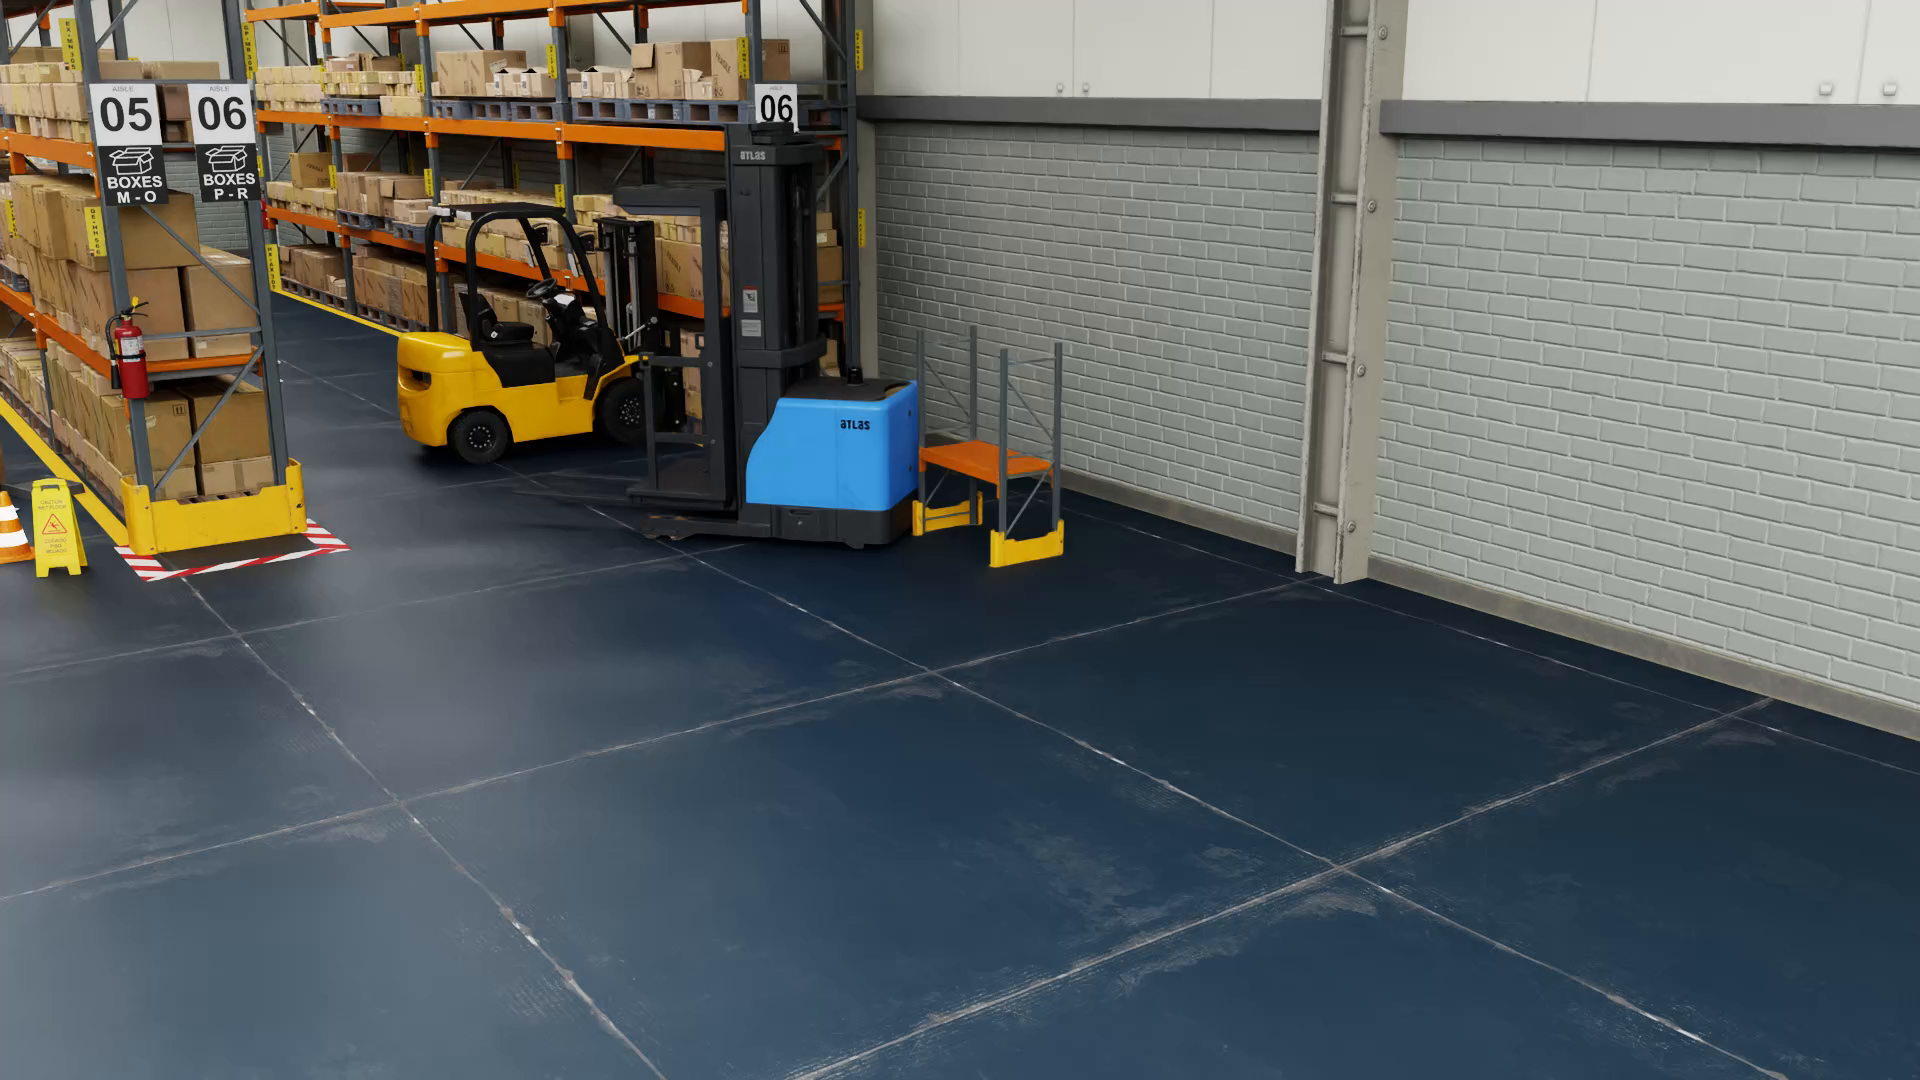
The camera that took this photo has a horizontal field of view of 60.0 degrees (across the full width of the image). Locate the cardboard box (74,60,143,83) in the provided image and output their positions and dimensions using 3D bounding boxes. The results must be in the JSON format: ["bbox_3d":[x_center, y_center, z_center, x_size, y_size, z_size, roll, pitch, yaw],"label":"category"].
[{"bbox_3d":[-5.781,-3.177,11.286,0.380,0.149,0.250,-11,19,-34],"label":"cardboard box"}]

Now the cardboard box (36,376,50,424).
[{"bbox_3d":[-8.005,-1.341,15.478,0.950,0.372,0.625,-11,19,-34],"label":"cardboard box"}]

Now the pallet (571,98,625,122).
[{"bbox_3d":[-3.159,-4.292,16.561,1.003,0.211,1.213,-11,19,-35],"label":"pallet"}]

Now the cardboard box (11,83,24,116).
[{"bbox_3d":[-7.347,-3.568,13.467,0.500,0.250,0.500,-11,19,-35],"label":"cardboard box"}]

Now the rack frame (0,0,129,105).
[{"bbox_3d":[-7.695,-5.188,13.986,1.000,3.000,0.127,-11,19,-35],"label":"rack frame"}]

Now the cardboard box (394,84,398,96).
[{"bbox_3d":[-6.995,-5.751,21.253,0.380,0.149,0.250,-11,19,-34],"label":"cardboard box"}]

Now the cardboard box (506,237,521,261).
[{"bbox_3d":[-4.757,-3.278,18.655,0.500,0.250,0.500,-11,19,-34],"label":"cardboard box"}]

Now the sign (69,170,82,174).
[{"bbox_3d":[-16.022,-6.428,30.058,0.329,0.494,0.001,-11,19,-35],"label":"sign"}]

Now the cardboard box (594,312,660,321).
[{"bbox_3d":[-3.359,-2.162,16.812,0.500,0.250,0.500,-11,19,-34],"label":"cardboard box"}]

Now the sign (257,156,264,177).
[{"bbox_3d":[-11.176,-5.962,26.536,0.100,0.325,0.005,-11,19,-35],"label":"sign"}]

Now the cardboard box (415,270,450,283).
[{"bbox_3d":[-6.834,-3.413,21.573,0.380,0.149,0.250,-12,19,-36],"label":"cardboard box"}]

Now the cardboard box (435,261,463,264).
[{"bbox_3d":[-7.016,-3.722,22.703,0.380,0.149,0.250,-12,19,-37],"label":"cardboard box"}]

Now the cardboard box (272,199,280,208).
[{"bbox_3d":[-10.766,-5.394,26.579,0.380,0.149,0.250,-11,19,-35],"label":"cardboard box"}]

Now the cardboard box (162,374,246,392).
[{"bbox_3d":[-5.919,-1.010,13.076,0.500,0.500,0.500,-12,19,-37],"label":"cardboard box"}]

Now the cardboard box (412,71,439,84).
[{"bbox_3d":[-6.475,-5.658,20.349,0.380,0.149,0.250,-10,18,-33],"label":"cardboard box"}]

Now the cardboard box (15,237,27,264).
[{"bbox_3d":[-8.152,-2.752,14.901,0.500,0.500,0.500,-11,19,-36],"label":"cardboard box"}]

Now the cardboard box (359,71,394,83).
[{"bbox_3d":[-7.612,-6.043,21.717,0.380,0.149,0.250,-11,19,-34],"label":"cardboard box"}]

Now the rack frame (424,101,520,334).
[{"bbox_3d":[-6.034,-3.920,20.717,1.000,3.000,0.127,-11,19,-35],"label":"rack frame"}]

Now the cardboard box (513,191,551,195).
[{"bbox_3d":[-5.131,-4.098,19.950,0.380,0.149,0.250,-11,19,-36],"label":"cardboard box"}]

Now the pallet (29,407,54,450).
[{"bbox_3d":[-8.154,-1.116,15.753,1.003,0.211,1.213,-11,19,-35],"label":"pallet"}]

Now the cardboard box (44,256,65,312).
[{"bbox_3d":[-7.063,-2.136,13.447,0.500,0.500,0.500,-11,19,-35],"label":"cardboard box"}]

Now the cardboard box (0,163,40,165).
[{"bbox_3d":[-11.024,-4.148,19.467,0.500,0.500,0.500,-11,18,-34],"label":"cardboard box"}]

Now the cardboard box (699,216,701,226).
[{"bbox_3d":[-2.143,-2.924,15.097,0.380,0.149,0.250,-11,19,-34],"label":"cardboard box"}]

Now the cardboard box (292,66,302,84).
[{"bbox_3d":[-9.474,-6.820,24.405,0.500,0.250,0.500,-10,18,-34],"label":"cardboard box"}]

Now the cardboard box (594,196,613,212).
[{"bbox_3d":[-3.493,-3.417,16.898,0.380,0.149,0.250,-11,19,-34],"label":"cardboard box"}]

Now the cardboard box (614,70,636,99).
[{"bbox_3d":[-3.055,-4.335,15.819,0.396,0.266,0.258,-11,19,-36],"label":"cardboard box"}]

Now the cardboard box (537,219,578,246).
[{"bbox_3d":[-4.177,-3.300,17.788,0.500,0.250,0.500,-11,19,-36],"label":"cardboard box"}]

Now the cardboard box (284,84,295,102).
[{"bbox_3d":[-9.768,-6.686,24.860,0.500,0.250,0.500,-11,19,-35],"label":"cardboard box"}]

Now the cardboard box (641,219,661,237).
[{"bbox_3d":[-2.814,-2.985,15.882,0.380,0.149,0.250,-11,19,-36],"label":"cardboard box"}]

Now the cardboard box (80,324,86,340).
[{"bbox_3d":[-6.544,-1.628,12.819,0.380,0.149,0.250,-11,19,-35],"label":"cardboard box"}]

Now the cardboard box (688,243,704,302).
[{"bbox_3d":[-2.129,-2.437,15.107,0.500,0.500,0.500,-10,18,-33],"label":"cardboard box"}]

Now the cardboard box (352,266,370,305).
[{"bbox_3d":[-8.283,-3.633,23.607,0.500,0.500,0.500,-10,18,-32],"label":"cardboard box"}]

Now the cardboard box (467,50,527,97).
[{"bbox_3d":[-5.207,-5.256,18.742,0.500,0.500,0.500,-10,18,-33],"label":"cardboard box"}]

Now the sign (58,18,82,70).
[{"bbox_3d":[-5.804,-3.233,10.846,0.100,0.325,0.005,-11,19,-35],"label":"sign"}]

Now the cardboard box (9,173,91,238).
[{"bbox_3d":[-7.611,-2.841,14.128,0.700,0.500,0.500,-11,19,-35],"label":"cardboard box"}]

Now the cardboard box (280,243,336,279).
[{"bbox_3d":[-10.455,-4.482,26.702,0.797,0.503,0.637,-12,19,-37],"label":"cardboard box"}]

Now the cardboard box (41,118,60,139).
[{"bbox_3d":[-6.718,-3.120,12.587,0.380,0.149,0.250,-11,19,-35],"label":"cardboard box"}]

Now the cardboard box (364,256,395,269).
[{"bbox_3d":[-8.165,-3.919,23.424,0.380,0.149,0.250,-11,19,-36],"label":"cardboard box"}]

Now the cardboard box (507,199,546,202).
[{"bbox_3d":[-4.838,-3.734,18.618,0.380,0.149,0.250,-11,19,-34],"label":"cardboard box"}]

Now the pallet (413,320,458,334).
[{"bbox_3d":[-6.442,-2.740,21.689,1.003,0.211,1.213,-11,19,-35],"label":"pallet"}]

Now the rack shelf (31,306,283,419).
[{"bbox_3d":[-6.519,-1.521,13.313,1.077,0.370,4.000,-11,19,-35],"label":"rack shelf"}]

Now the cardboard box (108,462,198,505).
[{"bbox_3d":[-6.050,-0.453,12.462,0.500,0.250,0.500,-11,19,-35],"label":"cardboard box"}]

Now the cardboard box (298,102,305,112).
[{"bbox_3d":[-9.556,-6.410,24.608,0.380,0.149,0.250,-11,19,-34],"label":"cardboard box"}]

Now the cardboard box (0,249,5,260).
[{"bbox_3d":[-9.393,-2.900,16.668,0.380,0.149,0.250,-10,18,-31],"label":"cardboard box"}]

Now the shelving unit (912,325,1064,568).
[{"bbox_3d":[0.189,-0.693,11.766,0.587,1.500,1.083,-10,18,-33],"label":"shelving unit"}]

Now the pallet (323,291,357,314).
[{"bbox_3d":[-8.789,-3.576,24.742,1.003,0.211,1.213,-11,19,-35],"label":"pallet"}]

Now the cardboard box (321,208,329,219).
[{"bbox_3d":[-9.120,-4.786,24.356,0.380,0.149,0.250,-10,18,-33],"label":"cardboard box"}]

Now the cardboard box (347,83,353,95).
[{"bbox_3d":[-7.929,-6.007,22.152,0.380,0.149,0.250,-11,19,-35],"label":"cardboard box"}]

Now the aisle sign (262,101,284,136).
[{"bbox_3d":[-11.015,-6.851,26.502,0.394,0.787,0.004,-11,19,-35],"label":"aisle sign"}]

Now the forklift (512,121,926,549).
[{"bbox_3d":[-1.835,-1.541,12.153,3.031,2.935,1.130,4,16,14],"label":"forklift"}]

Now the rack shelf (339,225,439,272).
[{"bbox_3d":[-7.210,-4.000,22.372,1.077,0.370,4.000,-11,19,-35],"label":"rack shelf"}]

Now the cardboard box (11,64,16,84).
[{"bbox_3d":[-7.449,-3.778,13.482,0.380,0.149,0.250,-12,19,-36],"label":"cardboard box"}]

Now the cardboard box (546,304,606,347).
[{"bbox_3d":[-3.998,-2.233,18.255,0.875,0.625,0.625,-10,18,-32],"label":"cardboard box"}]

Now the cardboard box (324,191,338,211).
[{"bbox_3d":[-8.882,-4.916,24.077,0.500,0.250,0.500,-10,18,-33],"label":"cardboard box"}]
